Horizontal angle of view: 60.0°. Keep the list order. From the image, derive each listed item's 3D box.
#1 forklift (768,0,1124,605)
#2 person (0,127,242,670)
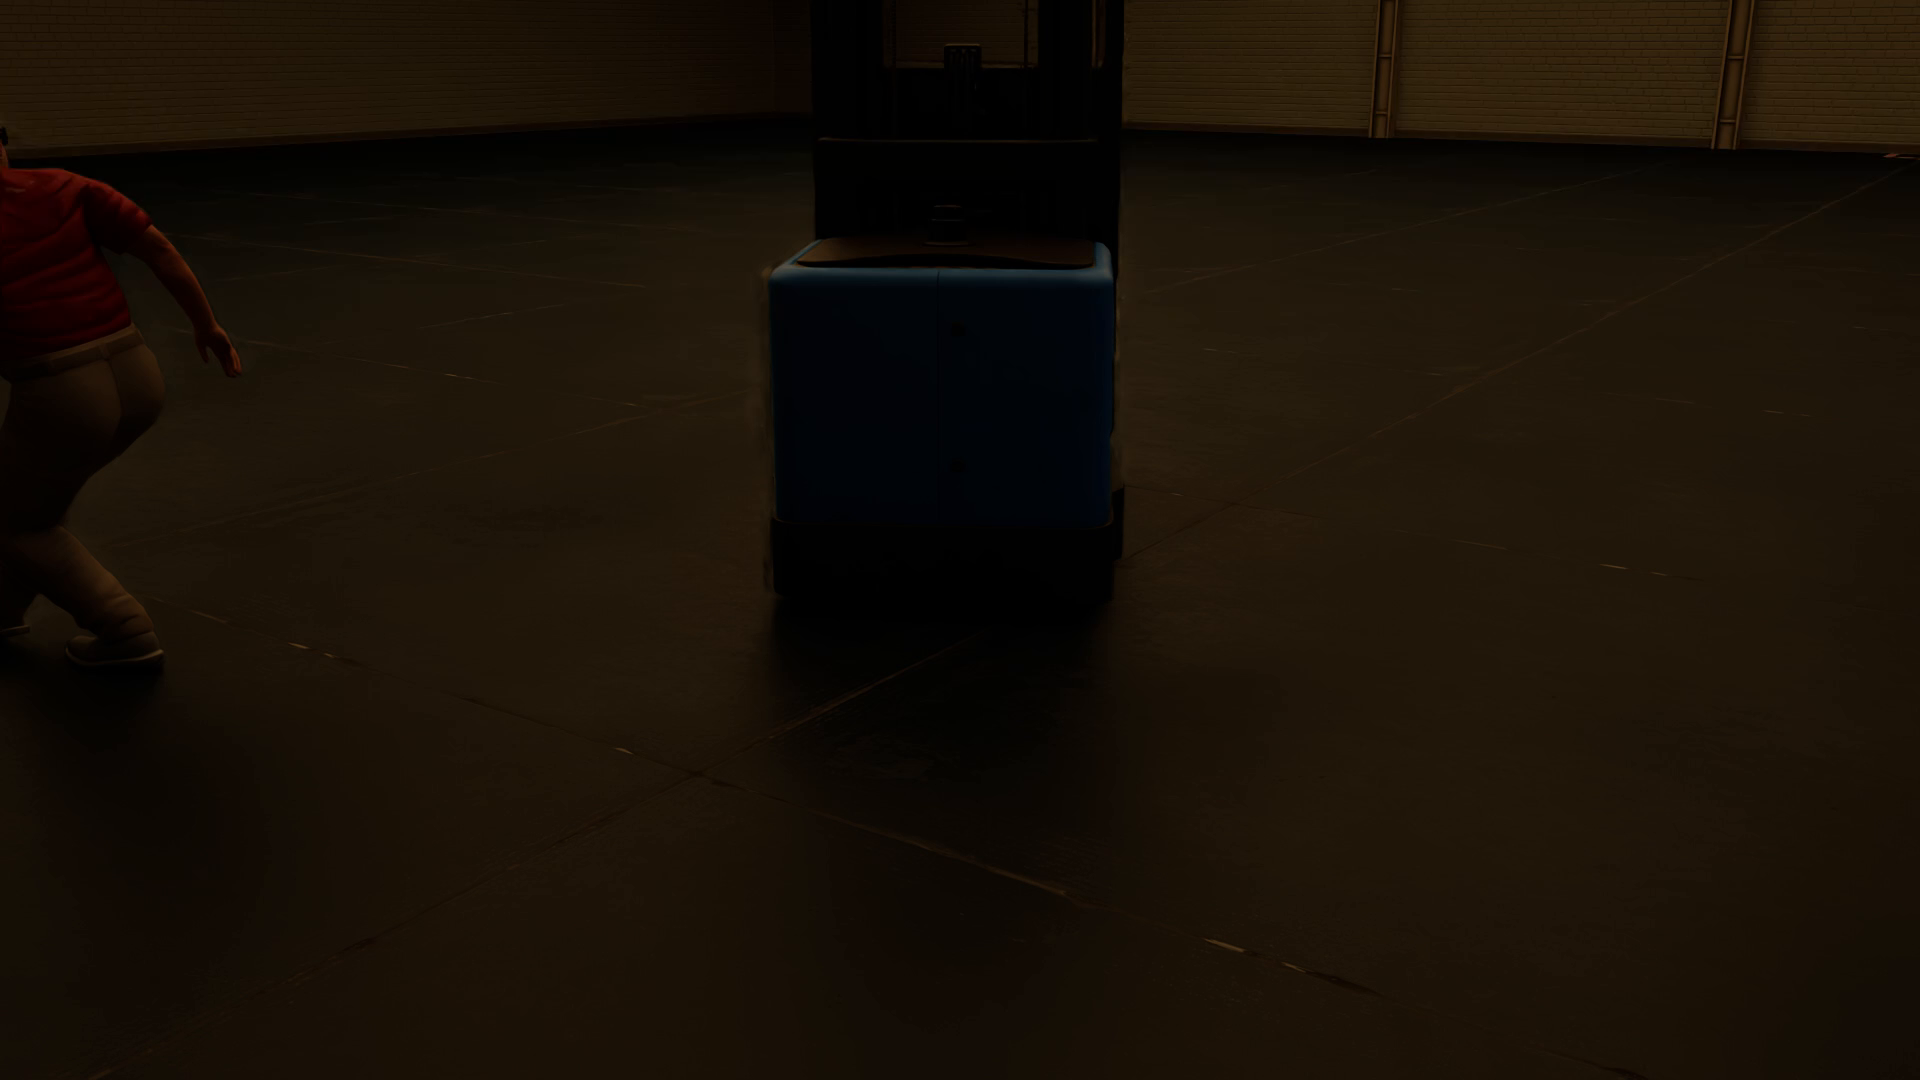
[{"bbox_3d":[0.042,-1.579,6.112,1.130,2.935,3.031,1,17,4],"label":"forklift"},{"bbox_3d":[-2.599,-0.447,4.719,0.800,1.585,0.784,8,19,26],"label":"person"}]
